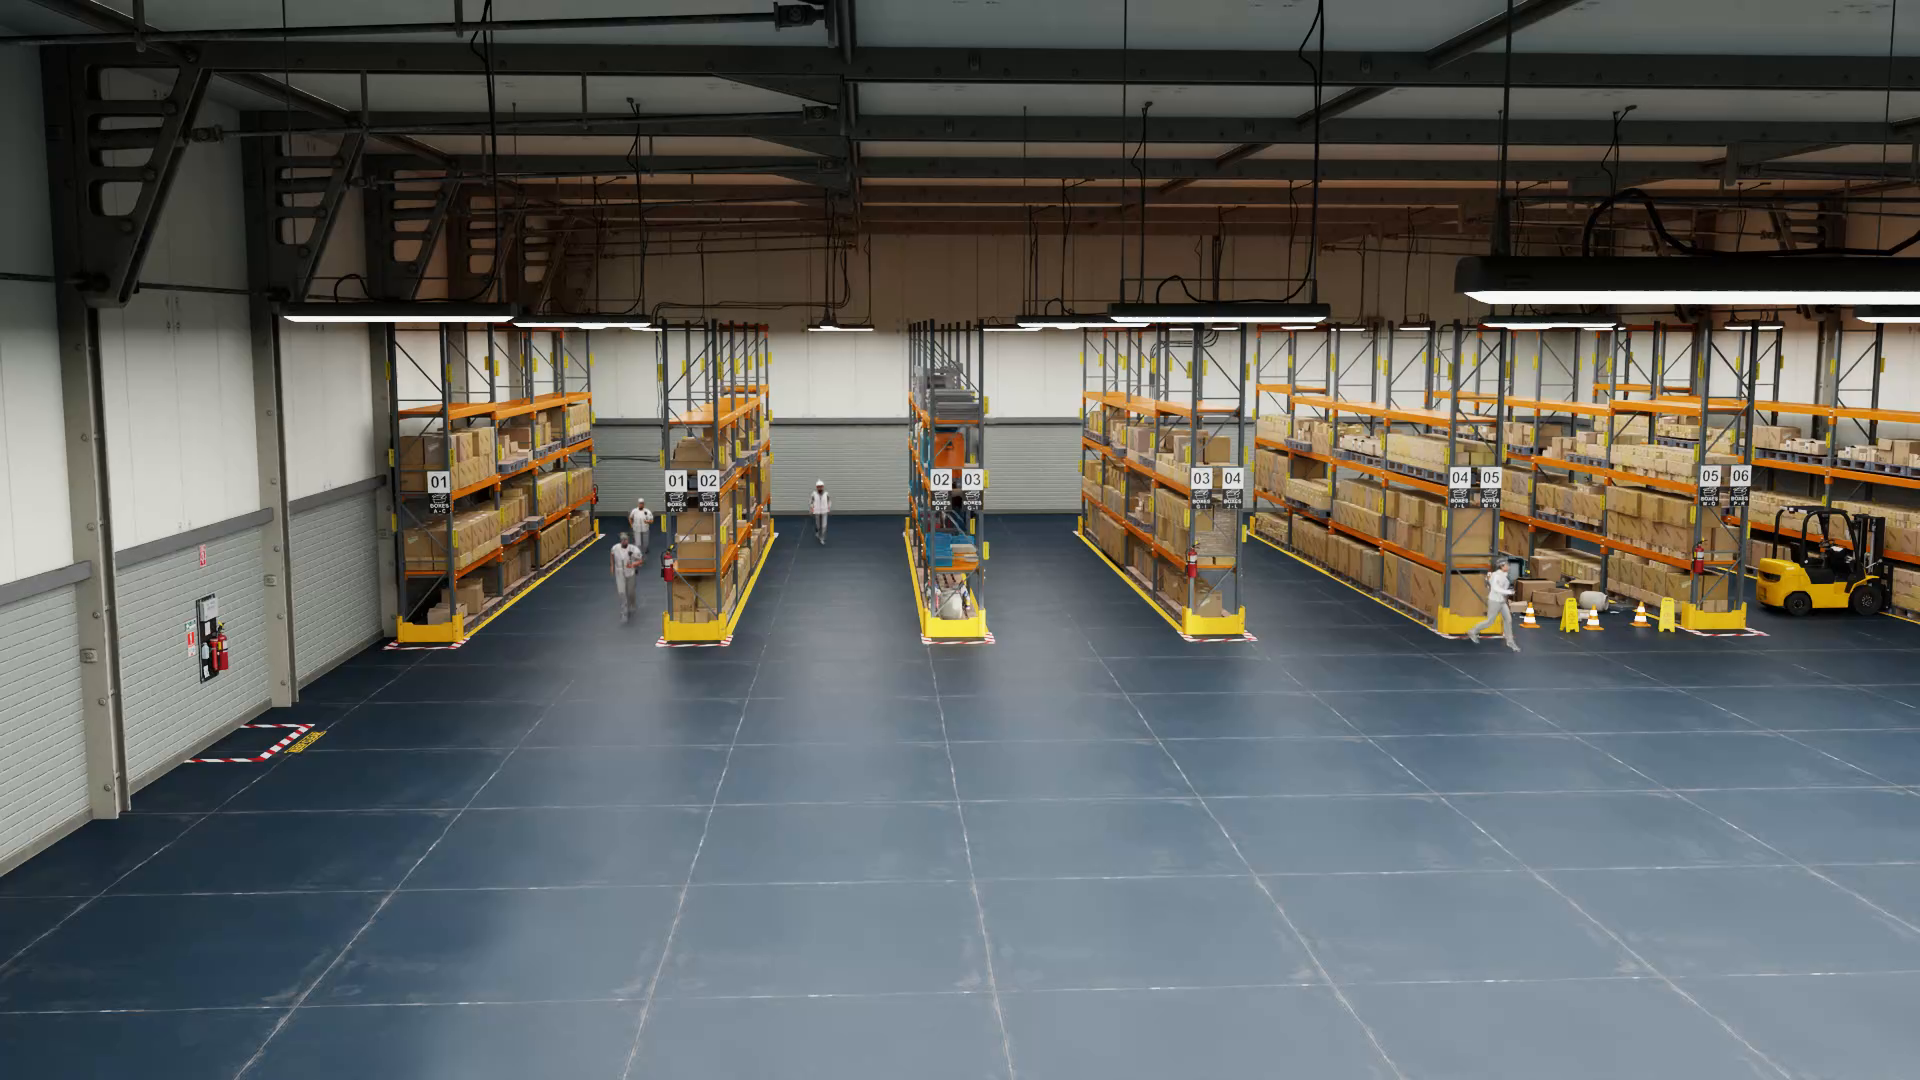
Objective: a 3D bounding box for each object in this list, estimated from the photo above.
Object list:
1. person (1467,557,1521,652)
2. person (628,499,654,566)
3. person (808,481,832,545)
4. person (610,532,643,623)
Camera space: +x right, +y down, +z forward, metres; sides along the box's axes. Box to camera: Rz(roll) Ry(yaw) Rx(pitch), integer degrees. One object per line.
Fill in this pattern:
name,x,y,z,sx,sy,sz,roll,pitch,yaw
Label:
person,9.776,1.146,30.358,0.975,1.708,0.635,4,8,31
person,-7.924,-0.210,41.359,0.615,1.642,0.894,-1,7,-12
person,-3.838,-0.763,45.657,0.658,1.735,0.745,-1,7,-11
person,-6.721,0.716,33.524,0.686,1.803,1.008,0,7,-1
